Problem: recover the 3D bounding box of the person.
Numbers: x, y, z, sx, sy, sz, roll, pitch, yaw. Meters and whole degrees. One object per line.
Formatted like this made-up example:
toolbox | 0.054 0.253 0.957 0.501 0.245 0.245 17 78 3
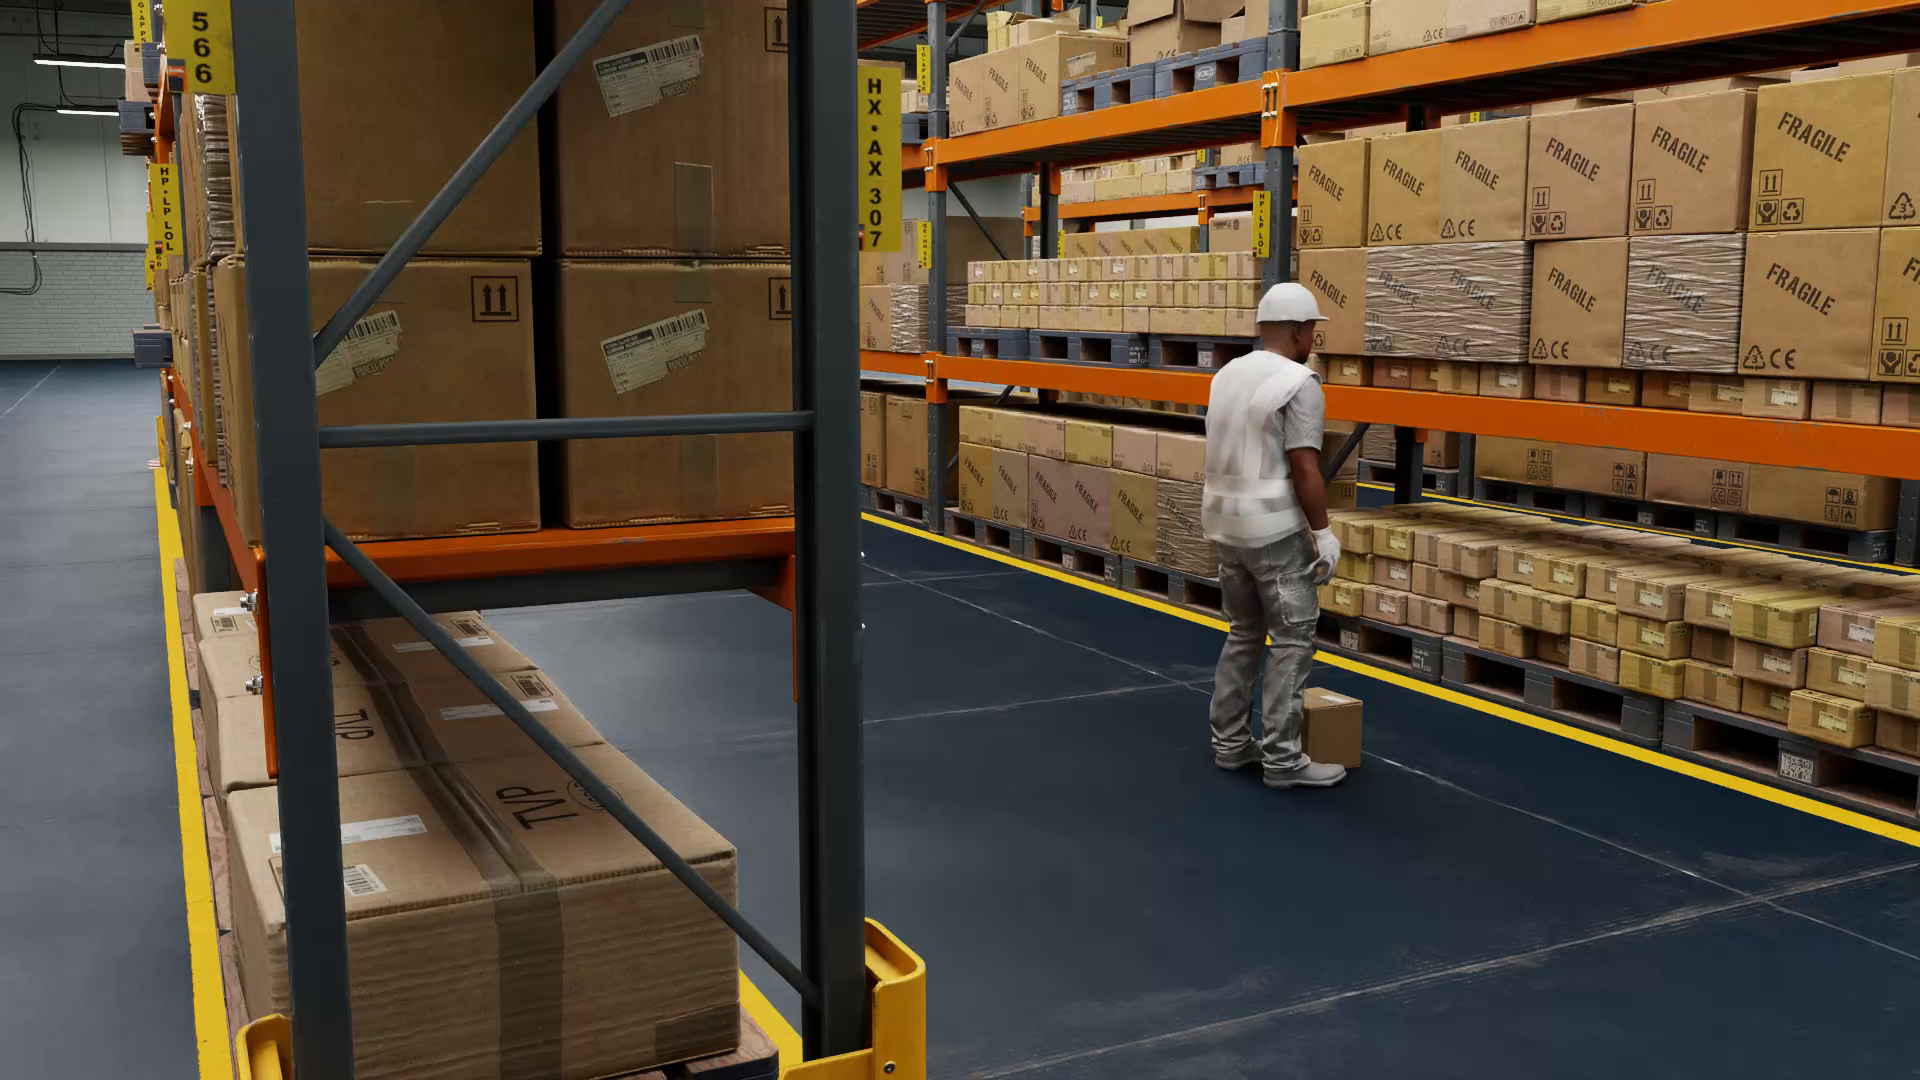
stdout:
person | 1.118 -0.026 5.973 0.446 1.774 0.617 -4 9 -26
